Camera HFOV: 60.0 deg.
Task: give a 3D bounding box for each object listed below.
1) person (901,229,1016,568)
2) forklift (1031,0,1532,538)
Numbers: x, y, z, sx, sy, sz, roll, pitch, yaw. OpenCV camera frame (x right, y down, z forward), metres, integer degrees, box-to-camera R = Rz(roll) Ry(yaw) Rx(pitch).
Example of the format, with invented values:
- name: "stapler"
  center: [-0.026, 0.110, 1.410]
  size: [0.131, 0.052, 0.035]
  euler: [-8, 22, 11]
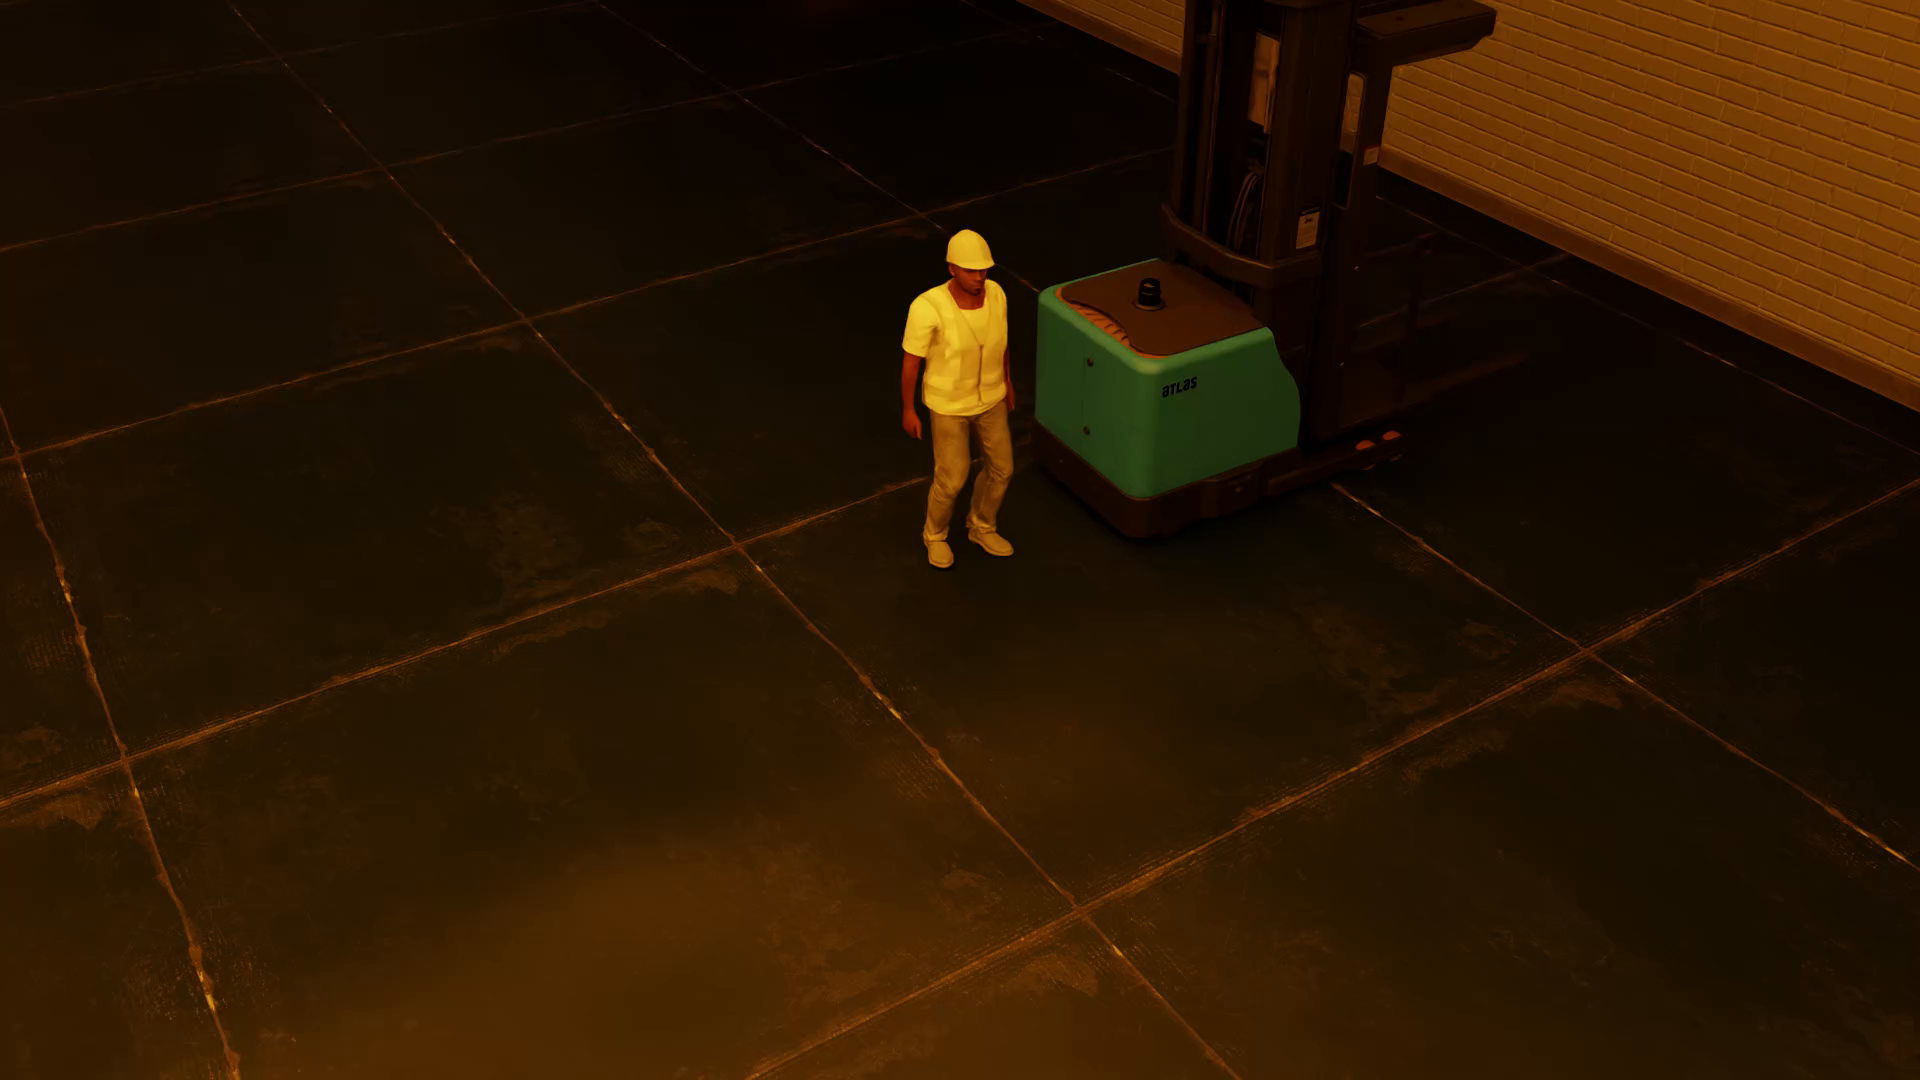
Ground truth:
- name: "person"
  center: [0.032, -0.670, 8.147]
  size: [0.654, 1.751, 0.425]
  euler: [-19, 39, -25]
- name: "forklift"
  center: [1.924, -1.828, 8.750]
  size: [3.031, 2.935, 1.130]
  euler: [-19, 39, -25]
